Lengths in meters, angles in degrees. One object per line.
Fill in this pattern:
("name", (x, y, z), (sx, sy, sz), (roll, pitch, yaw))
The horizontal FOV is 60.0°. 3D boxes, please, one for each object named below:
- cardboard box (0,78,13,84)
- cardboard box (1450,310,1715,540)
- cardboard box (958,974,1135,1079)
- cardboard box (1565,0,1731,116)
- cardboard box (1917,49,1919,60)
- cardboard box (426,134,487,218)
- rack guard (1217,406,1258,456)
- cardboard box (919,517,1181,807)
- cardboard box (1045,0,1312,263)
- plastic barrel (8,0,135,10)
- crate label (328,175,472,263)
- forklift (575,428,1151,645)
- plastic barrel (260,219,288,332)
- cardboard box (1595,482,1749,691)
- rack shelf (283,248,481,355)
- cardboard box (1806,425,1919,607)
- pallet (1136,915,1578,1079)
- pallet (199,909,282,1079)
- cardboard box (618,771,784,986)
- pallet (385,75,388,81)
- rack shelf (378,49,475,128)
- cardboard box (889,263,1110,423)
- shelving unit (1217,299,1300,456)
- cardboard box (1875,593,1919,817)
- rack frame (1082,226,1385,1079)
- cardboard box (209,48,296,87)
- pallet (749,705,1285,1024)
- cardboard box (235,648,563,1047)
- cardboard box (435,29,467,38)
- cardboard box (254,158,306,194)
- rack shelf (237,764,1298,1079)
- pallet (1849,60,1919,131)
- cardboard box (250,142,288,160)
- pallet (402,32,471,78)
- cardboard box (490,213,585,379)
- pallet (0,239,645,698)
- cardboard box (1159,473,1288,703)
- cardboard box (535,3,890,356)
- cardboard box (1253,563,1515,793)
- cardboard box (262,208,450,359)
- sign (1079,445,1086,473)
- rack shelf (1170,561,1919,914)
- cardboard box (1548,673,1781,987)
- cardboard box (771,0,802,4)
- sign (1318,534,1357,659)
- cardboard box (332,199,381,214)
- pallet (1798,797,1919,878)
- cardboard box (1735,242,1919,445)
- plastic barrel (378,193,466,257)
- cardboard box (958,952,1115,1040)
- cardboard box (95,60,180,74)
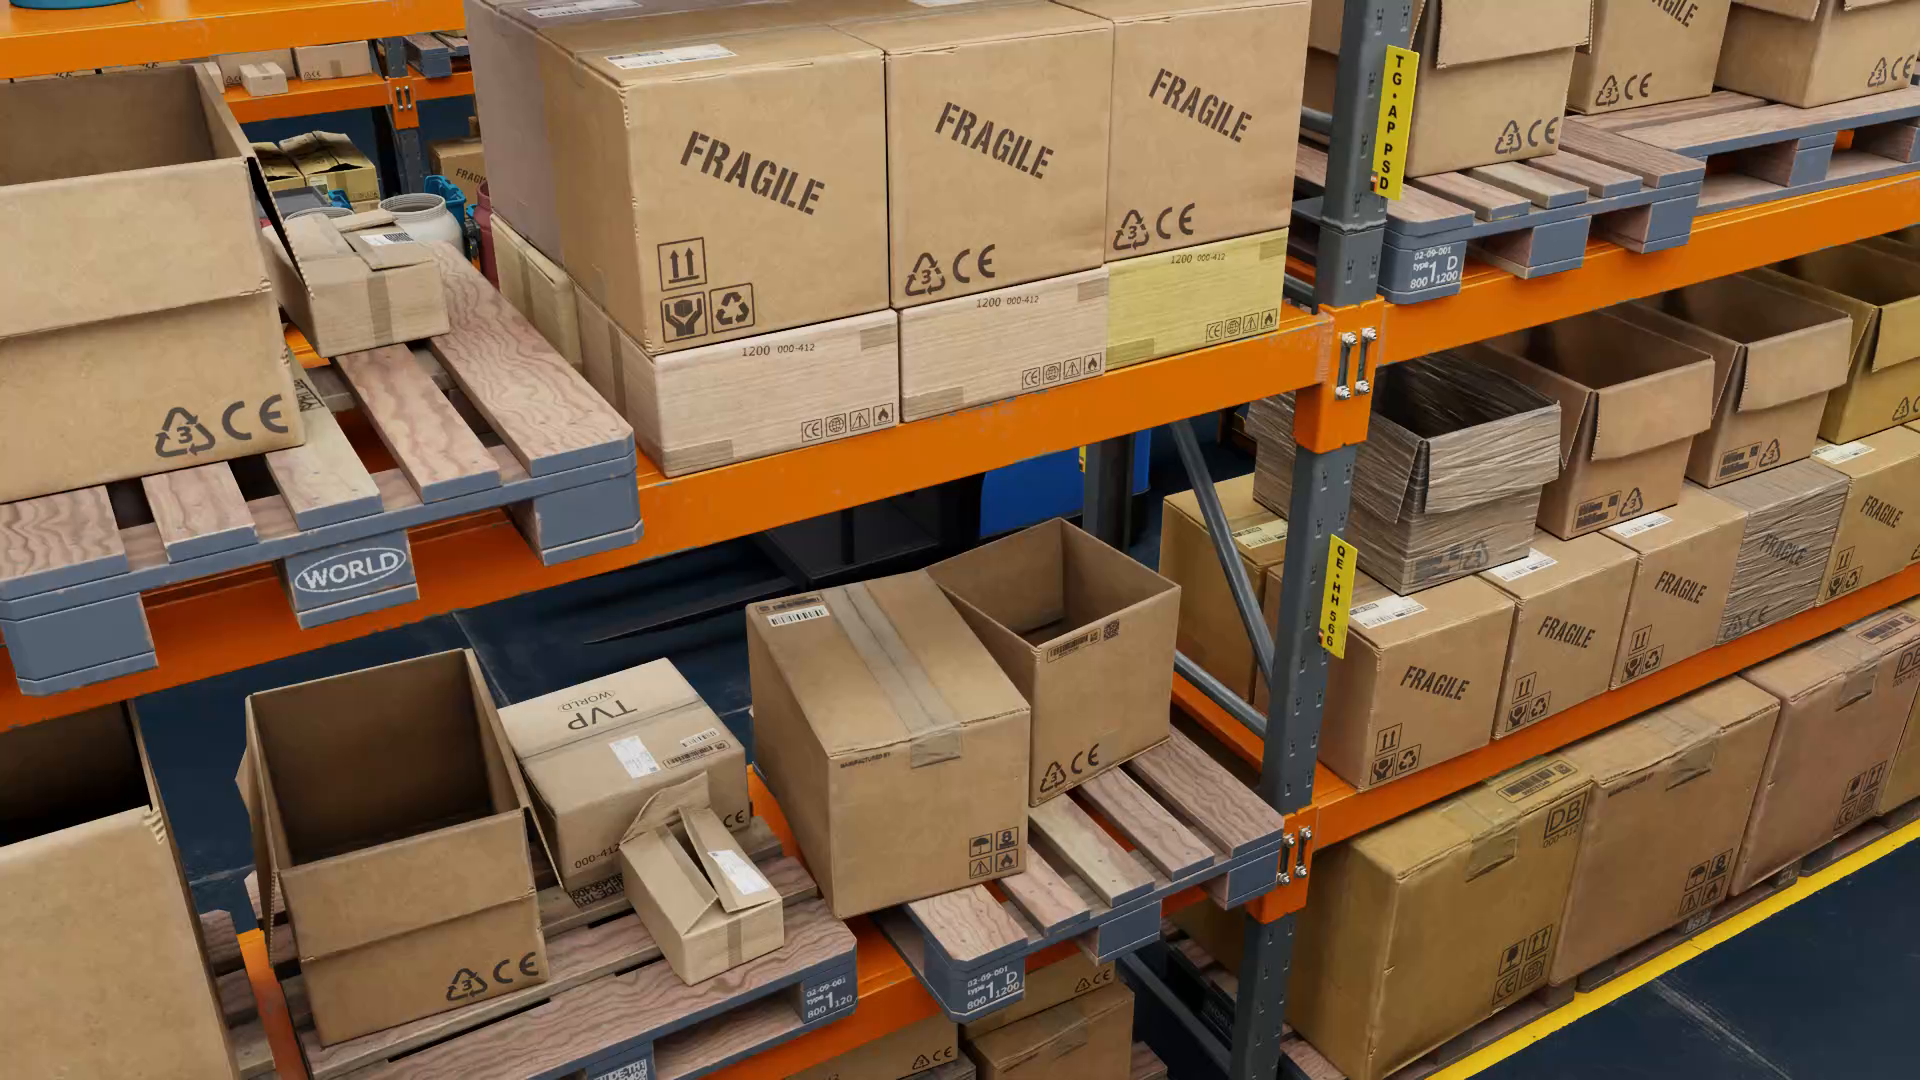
("cardboard box", (-6.658, -3.108, 11.173), (0.500, 0.500, 0.500), (-13, 32, -23))
("cardboard box", (1.884, -0.419, 5.263), (0.637, 0.503, 0.797), (-15, 32, -25))
("cardboard box", (0.114, 1.469, 5.116), (0.500, 0.500, 0.700), (-18, 33, -29))
("cardboard box", (1.871, -1.573, 4.854), (0.500, 0.500, 0.500), (-14, 32, -24))
("cardboard box", (3.139, -1.811, 5.481), (0.500, 0.311, 0.500), (-17, 33, -28))
("cardboard box", (-3.796, -2.824, 12.894), (0.500, 0.500, 0.500), (-14, 32, -24))
("rack guard", (1.688, -0.583, 9.547), (0.087, 0.250, 0.587), (-16, 33, -26))
("cardboard box", (0.236, 0.316, 4.535), (0.500, 0.500, 0.500), (-20, 35, -32))
("cardboard box", (0.397, -0.960, 3.660), (0.500, 0.500, 0.500), (-15, 32, -25))
("plastic barrel", (-3.820, -2.757, 7.018), (0.708, 0.901, 0.600), (-16, 33, -26))
("crate label", (-2.821, -1.554, 8.424), (0.616, 0.435, 0.502), (-16, 33, -26))
("forklift", (-0.545, -1.130, 7.765), (3.031, 2.935, 1.130), (-16, 33, -26))
("plastic barrel", (-3.335, -1.177, 7.638), (0.433, 0.535, 0.433), (0, 29, 0))
("cardboard box", (2.122, 0.091, 5.377), (0.500, 0.500, 0.500), (-16, 33, -27))
("rack shelf", (-3.552, -0.864, 7.956), (4.000, 0.370, 1.077), (-16, 33, -26))
("cardboard box", (2.988, -0.151, 5.815), (0.500, 0.500, 0.500), (-16, 33, -27))
("pallet", (1.400, 1.454, 5.897), (1.213, 0.211, 1.003), (-16, 33, -26))
("pallet", (-2.034, 1.331, 3.432), (1.213, 0.211, 1.003), (-16, 33, -26))
("cardboard box", (-0.619, 0.790, 3.918), (0.258, 0.266, 0.396), (-17, 33, -28))
("pallet", (-6.129, -4.736, 17.114), (1.213, 0.211, 1.003), (-16, 33, -26))
("rack shelf", (-2.609, -3.908, 13.471), (4.000, 0.370, 1.077), (-16, 33, -26))
("cardboard box", (-0.025, -0.507, 3.615), (0.500, 0.250, 0.500), (-16, 33, -27))
("shelving unit", (1.257, -1.010, 9.027), (1.083, 1.500, 0.587), (-16, 33, -26))
("cardboard box", (3.589, 0.327, 6.817), (0.875, 0.875, 1.225), (-16, 33, -26))
("rack frame", (0.682, 0.395, 4.930), (0.127, 3.000, 1.000), (-16, 33, -26))
("cardboard box", (-5.203, -3.556, 12.181), (0.500, 0.311, 0.500), (-16, 33, -27))
("pallet", (0.121, 0.698, 4.580), (1.003, 0.211, 1.213), (-16, 33, -26))
("cardboard box", (-1.319, 0.682, 3.868), (0.637, 0.503, 0.797), (-12, 31, -21))
("cardboard box", (-3.848, -4.162, 12.648), (0.700, 0.500, 0.500), (22, 36, 34))
("cardboard box", (-5.105, -2.598, 12.183), (0.500, 0.311, 0.500), (-16, 33, -27))
("rack shelf", (-1.043, 1.199, 4.217), (4.000, 0.370, 1.077), (-16, 33, -26))
("pallet", (3.365, -1.569, 5.582), (1.217, 0.209, 0.805), (-17, 33, -28))
("cardboard box", (-5.383, -2.821, 12.587), (0.500, 0.311, 0.500), (-17, 33, -28))
("pallet", (-3.785, -3.844, 12.810), (1.003, 0.211, 1.213), (-16, 33, -26))
("cardboard box", (-0.734, -0.589, 3.763), (0.500, 0.250, 0.500), (-15, 32, -25))
("pallet", (-1.288, -0.219, 3.132), (1.003, 0.211, 1.213), (-16, 33, -26))
("cardboard box", (0.982, 0.127, 5.312), (0.500, 0.500, 0.500), (-15, 32, -25))
("cardboard box", (-0.474, -0.715, 3.216), (0.500, 0.500, 0.500), (-15, 32, -25))
("cardboard box", (1.239, 0.345, 4.916), (0.500, 0.500, 0.500), (-15, 32, -25))
("cardboard box", (-1.201, -0.522, 3.293), (0.250, 0.166, 0.380), (-17, 33, -28))
("sign", (0.398, -0.343, 5.068), (0.005, 0.325, 0.100), (-16, 33, -26))
("rack shelf", (2.406, 0.220, 5.991), (4.000, 0.370, 1.077), (-16, 33, -26))
("cardboard box", (2.060, 0.766, 6.022), (0.875, 0.875, 1.225), (-16, 33, -26))
("cardboard box", (-0.293, -1.051, 3.824), (0.500, 0.500, 0.500), (-16, 33, -26))
("sign", (0.965, 0.146, 4.264), (0.005, 0.325, 0.100), (-16, 33, -26))
("cardboard box", (-4.664, -2.483, 12.555), (0.500, 0.250, 0.500), (-15, 32, -25))
("pallet", (3.503, 0.857, 6.979), (1.213, 0.211, 1.003), (-16, 33, -26))
("cardboard box", (2.986, -0.744, 5.853), (0.637, 0.503, 0.797), (-15, 32, -26))
("plastic barrel", (-2.606, -1.377, 8.024), (0.421, 0.512, 0.421), (0, 29, 0))
("cardboard box", (0.119, 1.145, 4.927), (0.500, 0.250, 0.500), (-14, 32, -24))
("cardboard box", (-5.772, -3.359, 11.629), (0.500, 0.500, 0.500), (-18, 34, -29))
